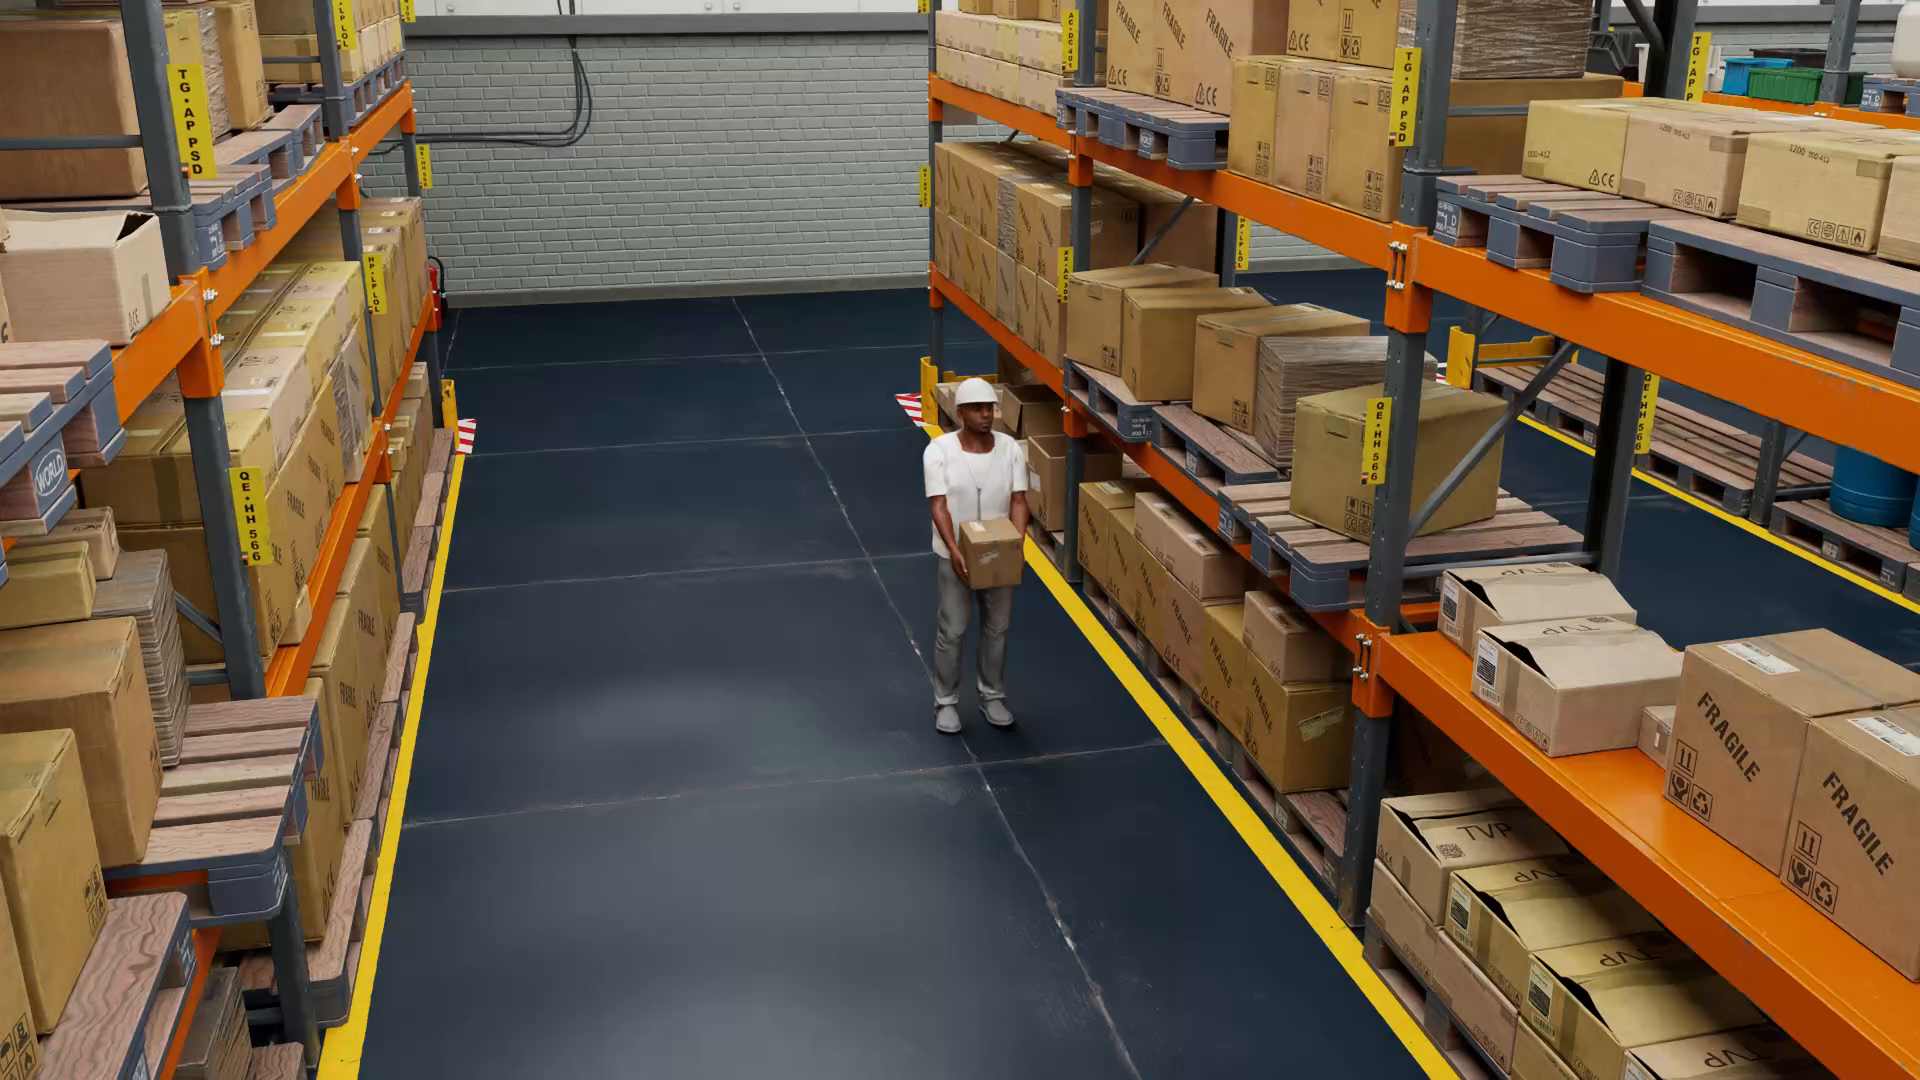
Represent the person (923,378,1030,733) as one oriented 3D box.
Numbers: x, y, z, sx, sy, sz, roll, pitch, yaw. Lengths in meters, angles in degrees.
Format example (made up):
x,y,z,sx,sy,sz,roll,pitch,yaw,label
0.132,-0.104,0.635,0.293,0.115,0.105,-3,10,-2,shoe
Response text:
x,y,z,sx,sy,sz,roll,pitch,yaw,label
0.103,0.092,8.267,0.520,1.771,0.566,-5,20,-13,person
